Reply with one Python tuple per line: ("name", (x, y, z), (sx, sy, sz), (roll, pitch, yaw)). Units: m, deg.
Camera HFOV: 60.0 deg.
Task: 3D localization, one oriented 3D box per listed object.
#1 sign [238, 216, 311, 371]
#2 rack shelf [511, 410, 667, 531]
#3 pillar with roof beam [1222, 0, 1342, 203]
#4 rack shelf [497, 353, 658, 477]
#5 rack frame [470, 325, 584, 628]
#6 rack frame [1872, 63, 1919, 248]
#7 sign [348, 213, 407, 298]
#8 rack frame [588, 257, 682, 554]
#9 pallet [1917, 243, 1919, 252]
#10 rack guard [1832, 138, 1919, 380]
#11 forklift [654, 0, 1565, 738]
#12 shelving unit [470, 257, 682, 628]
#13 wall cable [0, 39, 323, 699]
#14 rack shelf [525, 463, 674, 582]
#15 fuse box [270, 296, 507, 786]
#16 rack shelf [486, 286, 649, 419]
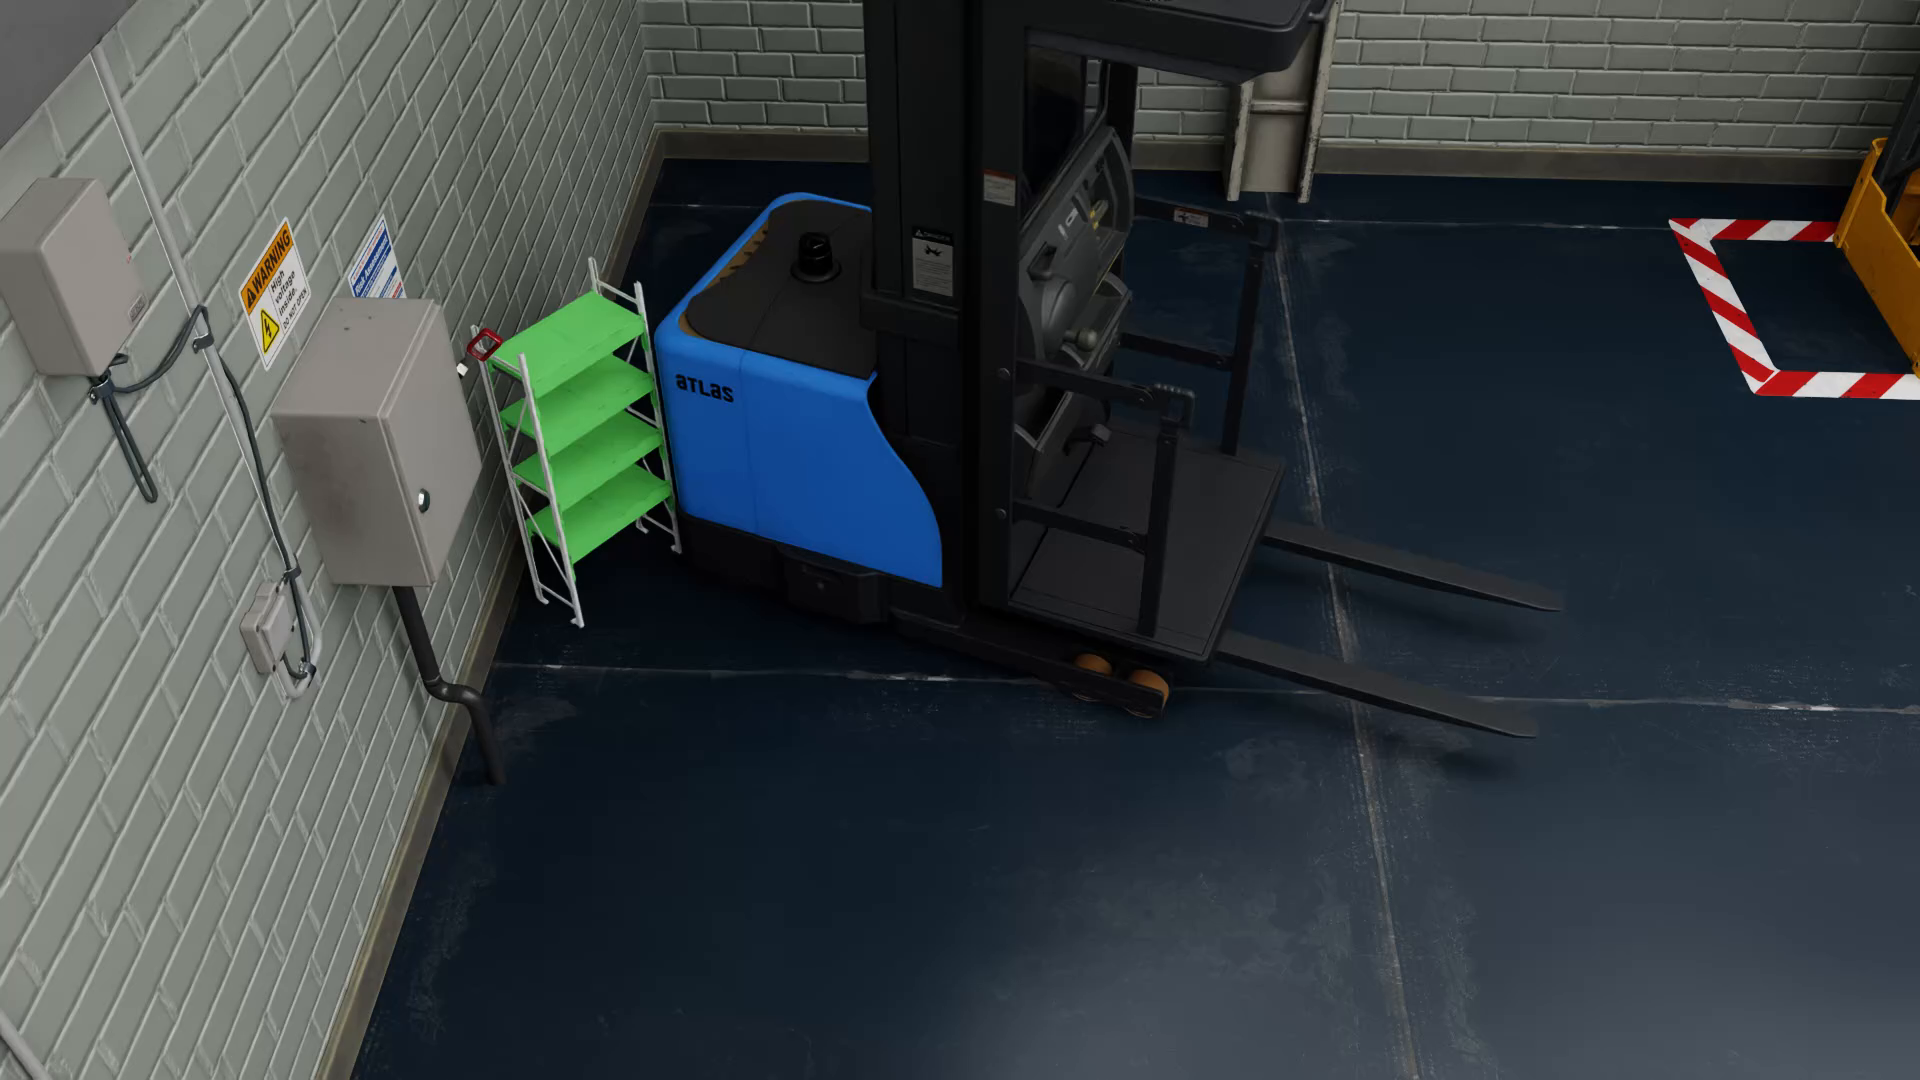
("sign", (-1.684, -0.608, 4.096), (0.001, 0.242, 0.339), (2, 43, 2))
("rack shelf", (-1.283, -0.264, 5.747), (0.258, 0.148, 0.480), (29, 50, 27))
("pillar with roof beam", (1.292, -2.094, 1.896), (0.400, 9.000, 9.100), (2, 43, 2))
("rack shelf", (-1.283, -0.439, 5.583), (0.258, 0.148, 0.480), (29, 50, 27))
("rack frame", (-1.436, -0.181, 5.564), (0.240, 1.200, 0.015), (29, 50, 27))
("rack frame", (4.139, -2.134, 6.340), (0.127, 3.000, 1.000), (2, 43, 2))
("sign", (-1.659, -0.645, 4.811), (0.001, 0.494, 0.329), (2, 43, 2))
("rack frame", (-1.130, -0.440, 5.842), (0.240, 1.200, 0.015), (29, 50, 27))
("pallet", (5.011, -1.087, 7.263), (1.213, 0.211, 1.003), (2, 43, 2))
("rack guard", (4.215, -1.217, 7.190), (0.348, 0.500, 1.175), (2, 43, 2))
("forklift", (0.548, -0.887, 5.052), (3.031, 2.935, 1.130), (16, 45, 16))
("shelving unit", (-1.283, -0.311, 5.703), (0.258, 1.200, 0.503), (29, 50, 27))
("wall cable", (-1.663, -0.249, 3.571), (0.122, 1.984, 0.588), (2, 43, 2))
("rack shelf", (-1.283, -0.088, 5.910), (0.258, 0.148, 0.480), (29, 50, 27))
("fuse box", (-1.475, 0.134, 4.850), (0.414, 1.711, 0.539), (2, 43, 2))
("rack shelf", (-1.283, -0.615, 5.420), (0.258, 0.148, 0.480), (29, 50, 27))
